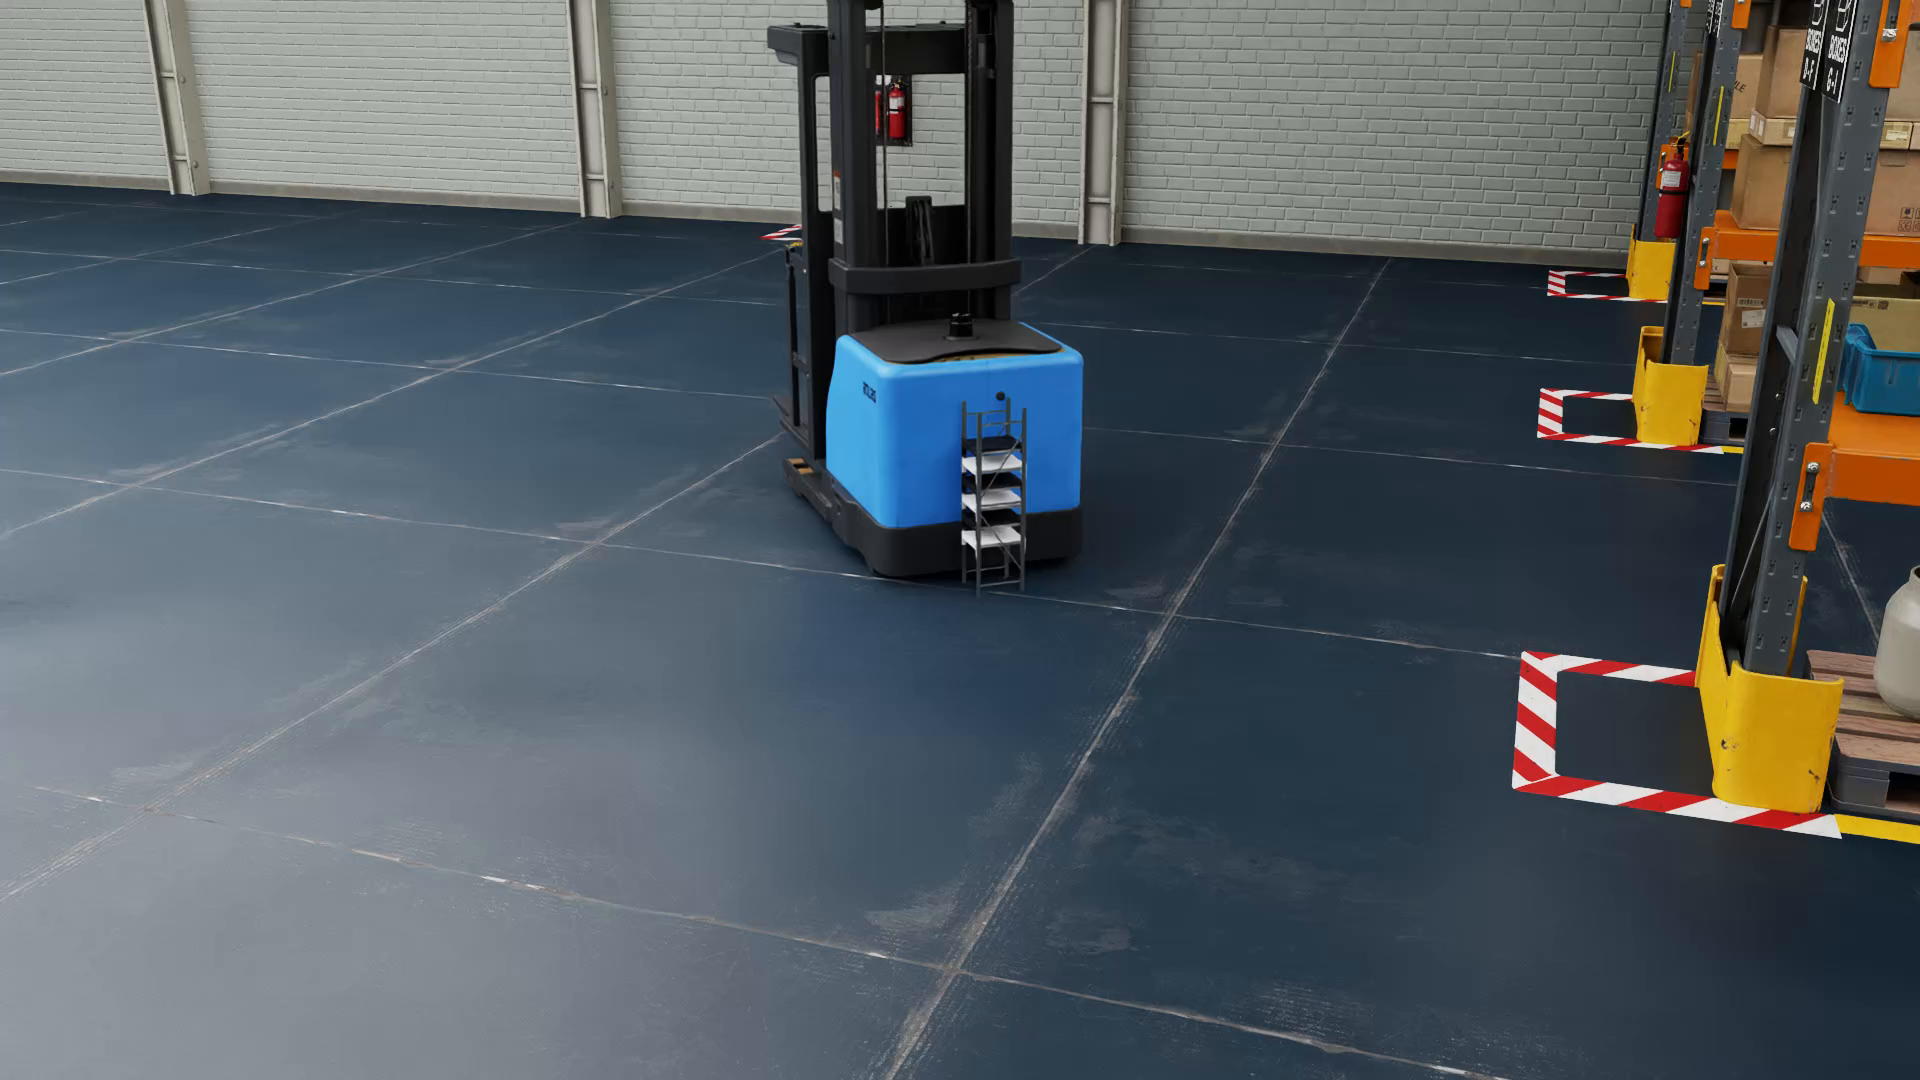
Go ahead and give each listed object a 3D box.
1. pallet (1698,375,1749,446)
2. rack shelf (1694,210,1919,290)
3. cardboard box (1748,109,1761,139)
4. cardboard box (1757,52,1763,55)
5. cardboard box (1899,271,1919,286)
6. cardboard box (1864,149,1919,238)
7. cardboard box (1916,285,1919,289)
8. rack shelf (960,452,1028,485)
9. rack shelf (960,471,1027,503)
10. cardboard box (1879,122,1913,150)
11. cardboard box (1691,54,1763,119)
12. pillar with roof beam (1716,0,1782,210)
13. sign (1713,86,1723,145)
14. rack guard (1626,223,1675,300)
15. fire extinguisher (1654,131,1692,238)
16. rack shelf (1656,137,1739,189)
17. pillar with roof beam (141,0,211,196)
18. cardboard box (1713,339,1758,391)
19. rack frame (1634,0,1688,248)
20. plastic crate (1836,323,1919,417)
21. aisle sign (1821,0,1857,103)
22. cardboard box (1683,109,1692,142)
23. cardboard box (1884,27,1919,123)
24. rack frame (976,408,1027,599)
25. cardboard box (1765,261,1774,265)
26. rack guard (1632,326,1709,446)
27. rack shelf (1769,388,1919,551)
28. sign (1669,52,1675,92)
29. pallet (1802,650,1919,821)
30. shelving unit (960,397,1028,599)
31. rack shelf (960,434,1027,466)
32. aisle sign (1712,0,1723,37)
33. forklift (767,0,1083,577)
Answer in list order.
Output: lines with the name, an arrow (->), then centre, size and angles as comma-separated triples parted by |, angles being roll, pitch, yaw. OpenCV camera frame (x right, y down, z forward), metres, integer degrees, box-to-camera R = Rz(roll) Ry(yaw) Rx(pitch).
pallet -> 5.317, -0.797, 10.542 | 1.213, 0.211, 1.003 | 7, 20, 18
rack shelf -> 6.470, -1.628, 9.781 | 4.000, 0.370, 1.077 | 7, 20, 18
cardboard box -> 5.004, -2.555, 10.211 | 0.250, 0.149, 0.380 | 6, 20, 17
cardboard box -> 7.190, -3.974, 14.479 | 0.500, 0.500, 0.500 | 7, 20, 19
cardboard box -> 6.134, -1.369, 10.345 | 0.500, 0.500, 0.500 | 7, 20, 18
cardboard box -> 5.515, -2.121, 9.952 | 0.500, 0.500, 0.700 | 7, 20, 19
cardboard box -> 5.964, -1.207, 9.881 | 0.500, 0.500, 0.500 | 7, 20, 18
rack shelf -> 0.157, -0.334, 7.721 | 0.258, 0.077, 0.200 | -7, 20, -18
rack shelf -> 0.157, -0.249, 7.751 | 0.258, 0.077, 0.200 | -7, 20, -18
cardboard box -> 5.366, -2.373, 9.688 | 0.250, 0.149, 0.380 | 7, 20, 18
cardboard box -> 6.555, -3.872, 14.184 | 0.500, 0.500, 0.500 | 7, 20, 18
pillar with roof beam -> 5.735, -5.412, 10.430 | 0.400, 9.000, 9.100 | 7, 20, 18
sign -> 4.393, -2.458, 9.634 | 0.005, 0.325, 0.100 | 7, 20, 18
rack guard -> 6.274, -2.535, 15.090 | 0.348, 0.500, 1.175 | 7, 20, 18
fire extinguisher -> 4.621, -2.304, 10.746 | 0.183, 0.674, 0.296 | 7, 20, 18
rack shelf -> 8.092, -3.168, 14.201 | 4.000, 0.370, 1.077 | 7, 20, 18
pillar with roof beam -> -11.268, -7.356, 16.008 | 0.400, 9.000, 9.100 | 7, 20, 18
cardboard box -> 5.184, -1.117, 10.764 | 0.500, 0.250, 0.500 | 7, 20, 18
rack frame -> 6.203, -3.724, 14.703 | 0.127, 3.000, 1.000 | 7, 20, 18
plastic crate -> 3.522, -0.612, 6.002 | 0.616, 0.251, 0.499 | 7, 20, 18
aisle sign -> 2.787, -1.788, 5.199 | 0.004, 0.787, 0.394 | 7, 20, 18
cardboard box -> 6.708, -3.672, 14.752 | 0.500, 0.250, 0.500 | 7, 20, 19
cardboard box -> 5.566, -2.728, 9.722 | 0.500, 0.500, 0.700 | 6, 20, 17
rack frame -> 0.190, -0.164, 7.679 | 0.240, 0.900, 0.006 | -7, 20, -18
cardboard box -> 7.365, -2.498, 14.601 | 0.500, 0.311, 0.500 | 8, 21, 23
rack guard -> 4.558, -1.006, 10.702 | 0.348, 0.500, 1.175 | 7, 20, 18
rack shelf -> 4.841, -0.088, 5.364 | 4.000, 0.370, 1.077 | 7, 20, 18
sign -> 6.025, -3.964, 14.076 | 0.005, 0.325, 0.100 | 7, 20, 18
pallet -> 3.804, 0.756, 6.086 | 1.213, 0.211, 1.003 | 7, 20, 18
shelving unit -> 0.157, -0.195, 7.769 | 0.258, 0.900, 0.210 | -7, 20, -18
rack shelf -> 0.157, -0.419, 7.691 | 0.258, 0.077, 0.200 | -7, 20, -18
aisle sign -> 4.418, -3.323, 9.602 | 0.004, 0.787, 0.394 | 7, 20, 18
forklift -> -0.366, -1.660, 8.886 | 1.130, 2.935, 3.031 | -7, 20, -18
